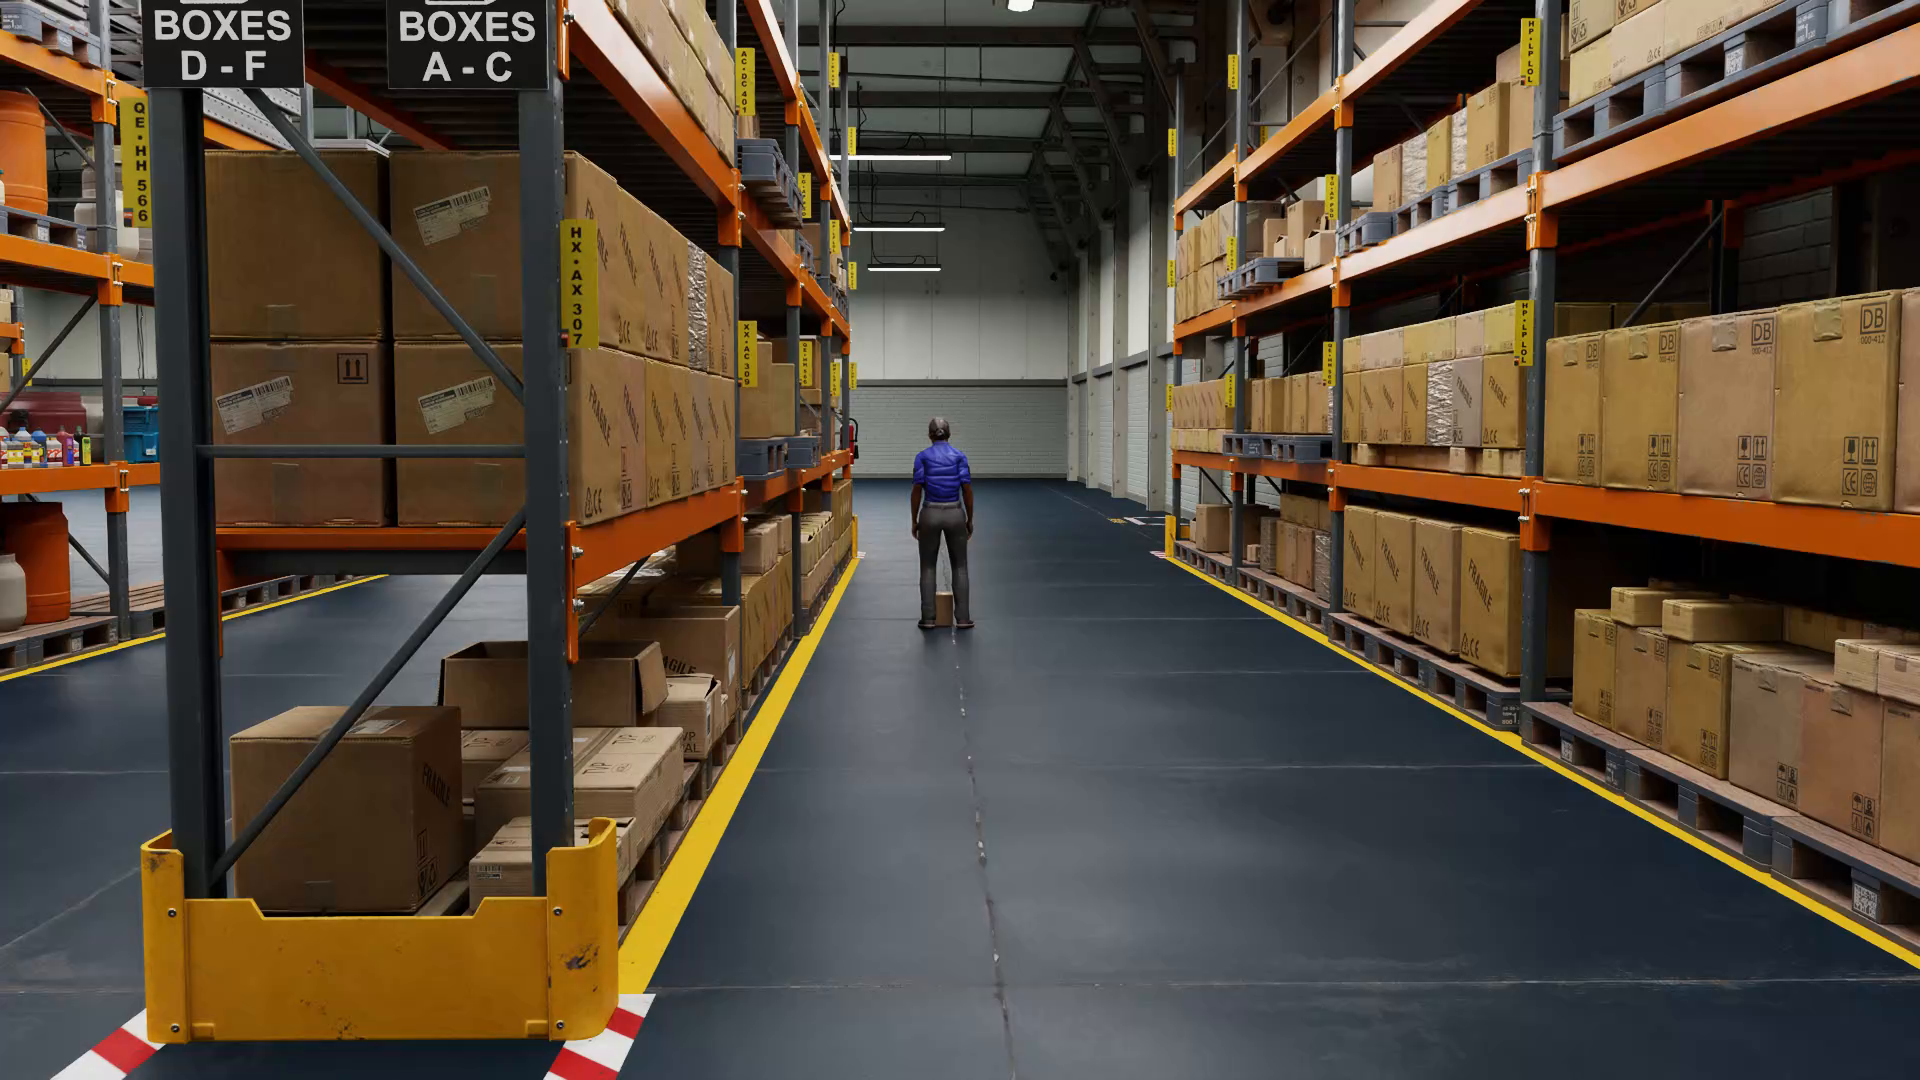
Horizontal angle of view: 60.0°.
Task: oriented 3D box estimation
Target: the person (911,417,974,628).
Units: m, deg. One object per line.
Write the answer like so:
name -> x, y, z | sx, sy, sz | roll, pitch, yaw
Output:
person -> -0.134, -0.135, 13.037 | 0.506, 1.654, 0.350 | 0, 4, -3
